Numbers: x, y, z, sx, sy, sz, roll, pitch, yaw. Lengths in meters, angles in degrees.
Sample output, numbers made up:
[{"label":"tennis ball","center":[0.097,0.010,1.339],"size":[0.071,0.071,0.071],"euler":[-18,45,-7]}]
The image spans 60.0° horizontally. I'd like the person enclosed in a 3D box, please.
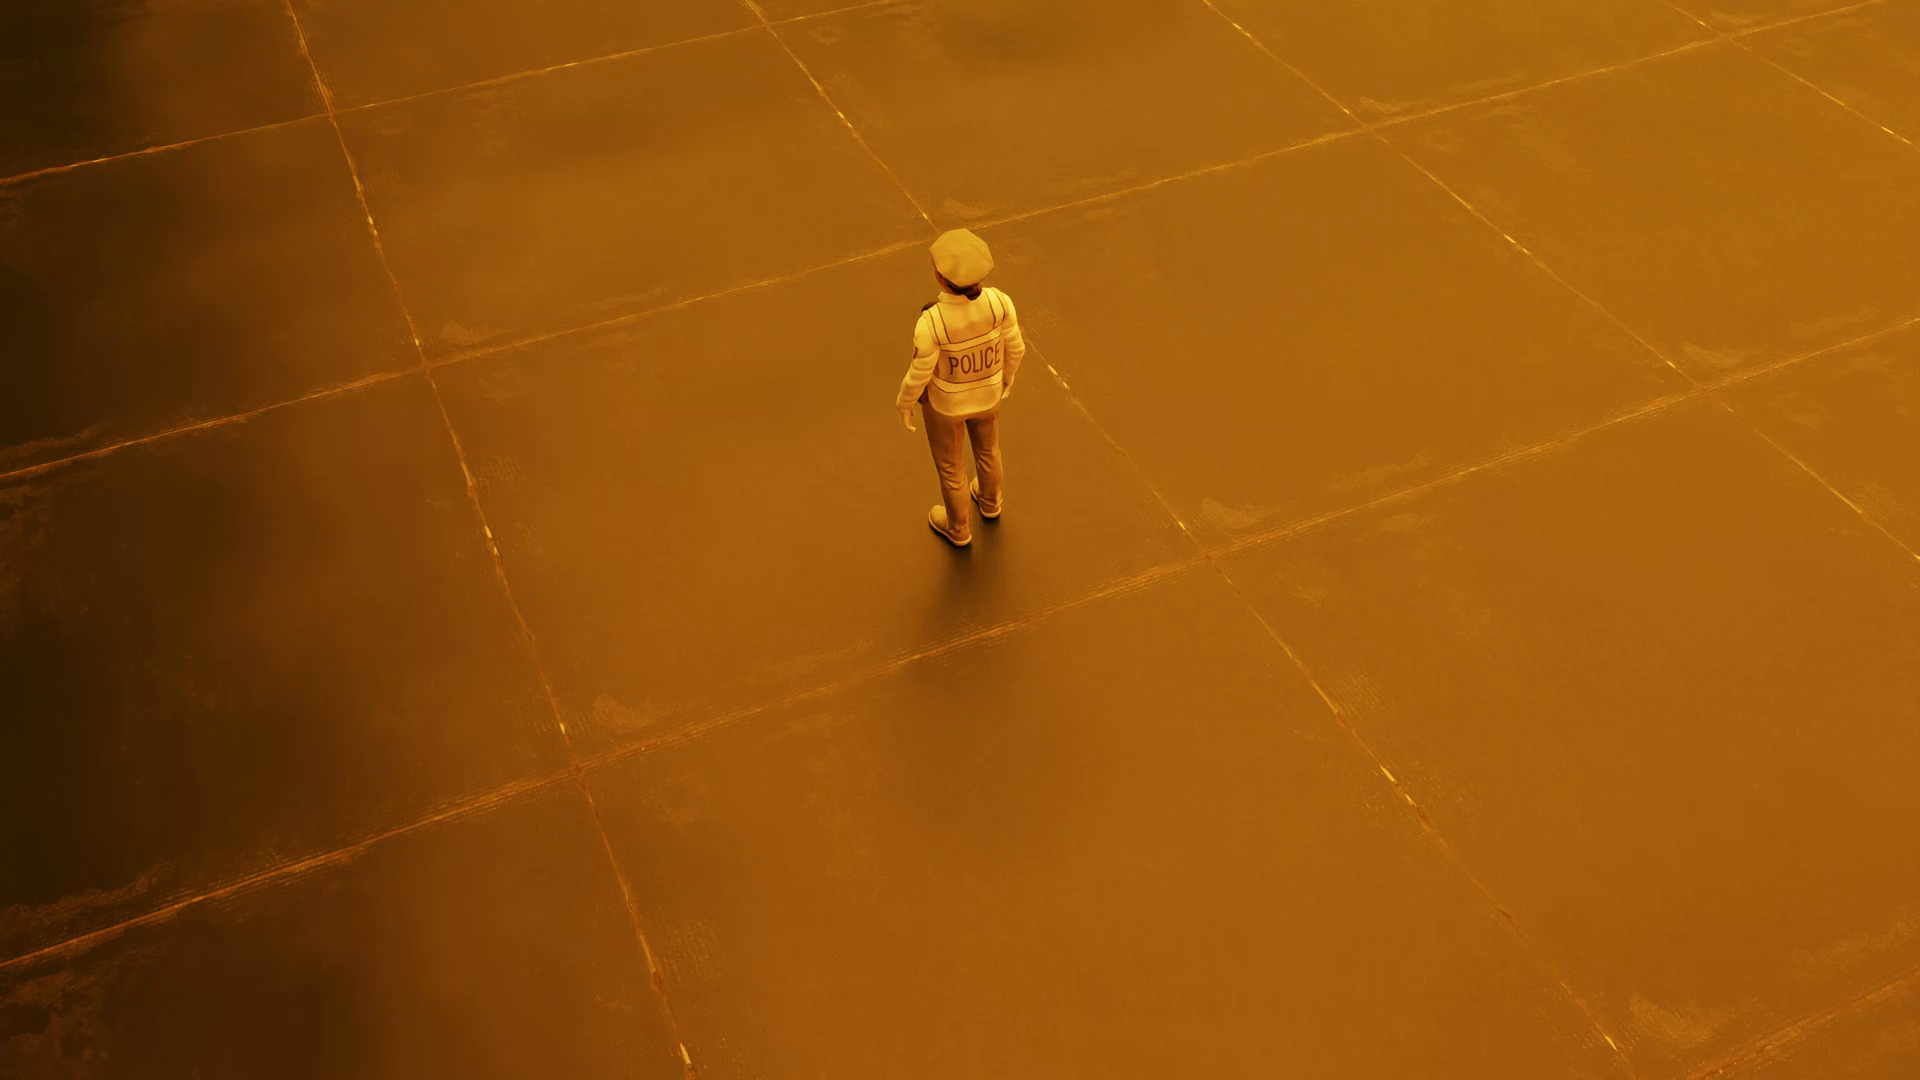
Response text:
[{"label":"person","center":[-0.023,-0.669,7.293],"size":[0.587,1.694,0.530],"euler":[-18,46,-18]}]
